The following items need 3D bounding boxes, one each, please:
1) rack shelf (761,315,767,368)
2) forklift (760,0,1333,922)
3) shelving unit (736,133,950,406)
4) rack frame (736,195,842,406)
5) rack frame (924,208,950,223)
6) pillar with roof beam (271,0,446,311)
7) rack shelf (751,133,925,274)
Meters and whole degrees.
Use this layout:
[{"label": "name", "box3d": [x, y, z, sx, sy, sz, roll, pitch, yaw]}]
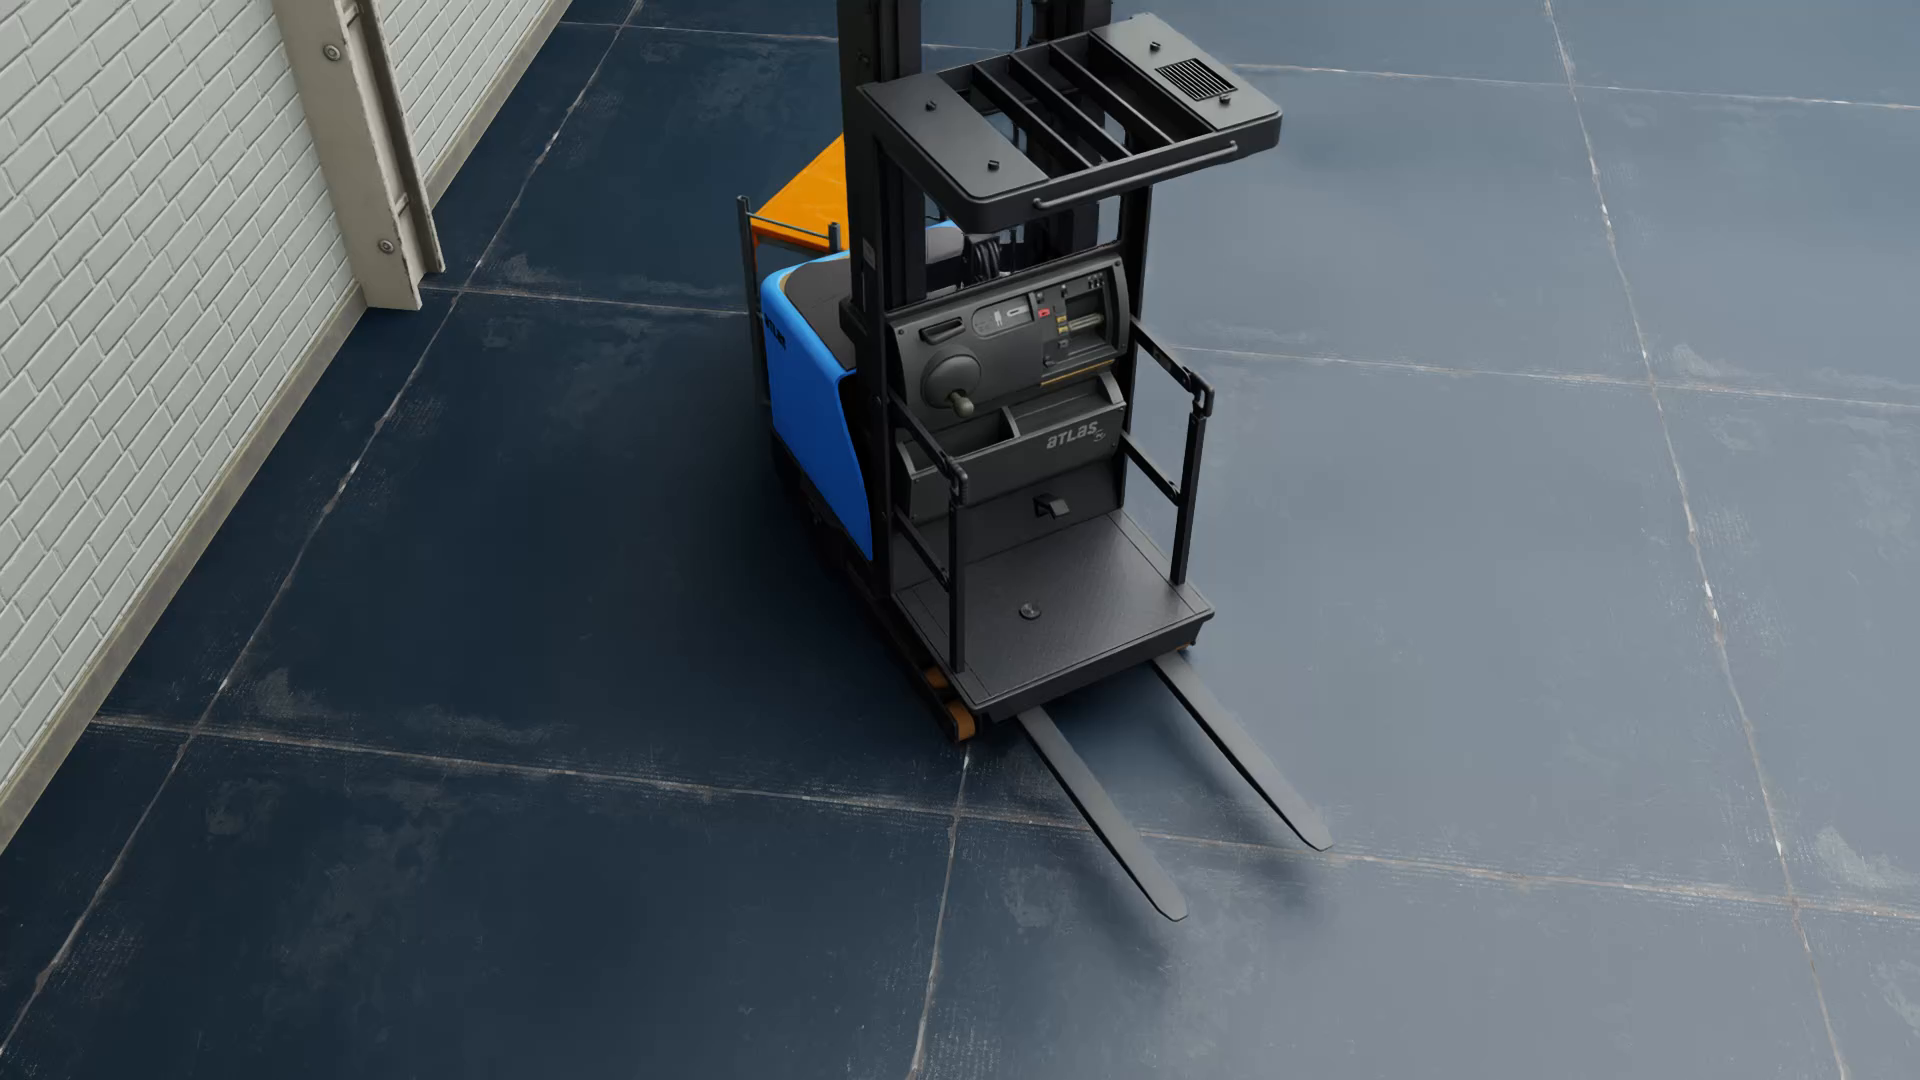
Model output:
[{"label": "rack shelf", "box3d": [-0.509, -1.137, 8.011, 0.538, 0.278, 1.000, 19, 47, 19]}, {"label": "forklift", "box3d": [0.298, -0.643, 5.820, 1.130, 2.935, 3.031, -20, 47, -20]}, {"label": "shelving unit", "box3d": [-0.509, -1.315, 7.843, 0.538, 1.125, 1.048, 19, 47, 19]}, {"label": "rack frame", "box3d": [-0.738, -1.003, 7.513, 0.500, 1.125, 0.032, 19, 47, 19]}, {"label": "rack frame", "box3d": [-0.281, -1.627, 8.172, 0.500, 1.125, 0.032, 19, 47, 19]}, {"label": "pillar with roof beam", "box3d": [1.369, -4.200, 5.163, 9.100, 9.000, 0.400, 5, 44, 6]}, {"label": "rack shelf", "box3d": [-0.509, -1.527, 7.641, 0.538, 0.278, 1.000, 19, 47, 19]}]
